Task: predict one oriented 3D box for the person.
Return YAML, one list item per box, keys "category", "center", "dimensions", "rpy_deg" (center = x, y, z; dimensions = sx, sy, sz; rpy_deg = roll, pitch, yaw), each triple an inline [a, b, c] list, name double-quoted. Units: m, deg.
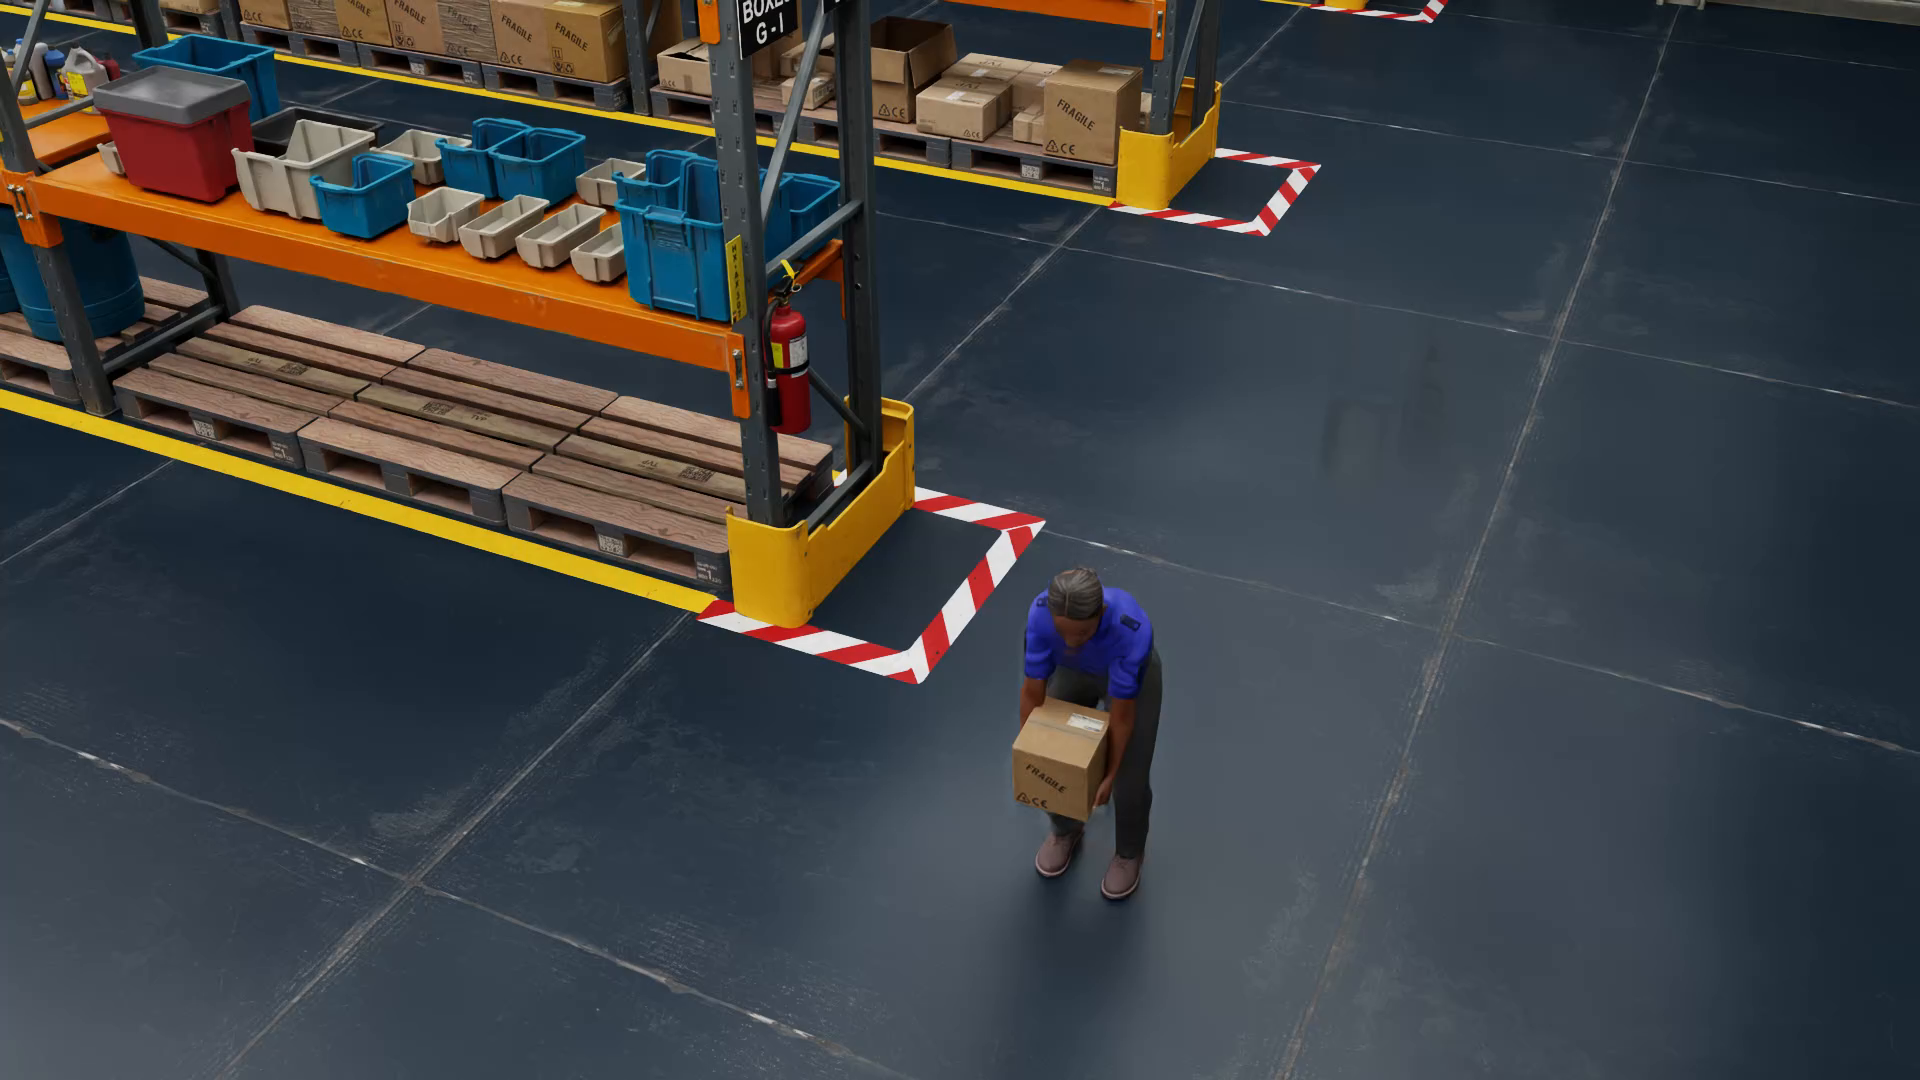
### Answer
- category: "person"
  center: [0.420, 0.598, 5.417]
  dimensions: [0.413, 1.488, 0.662]
  rpy_deg: [14, 36, 19]
